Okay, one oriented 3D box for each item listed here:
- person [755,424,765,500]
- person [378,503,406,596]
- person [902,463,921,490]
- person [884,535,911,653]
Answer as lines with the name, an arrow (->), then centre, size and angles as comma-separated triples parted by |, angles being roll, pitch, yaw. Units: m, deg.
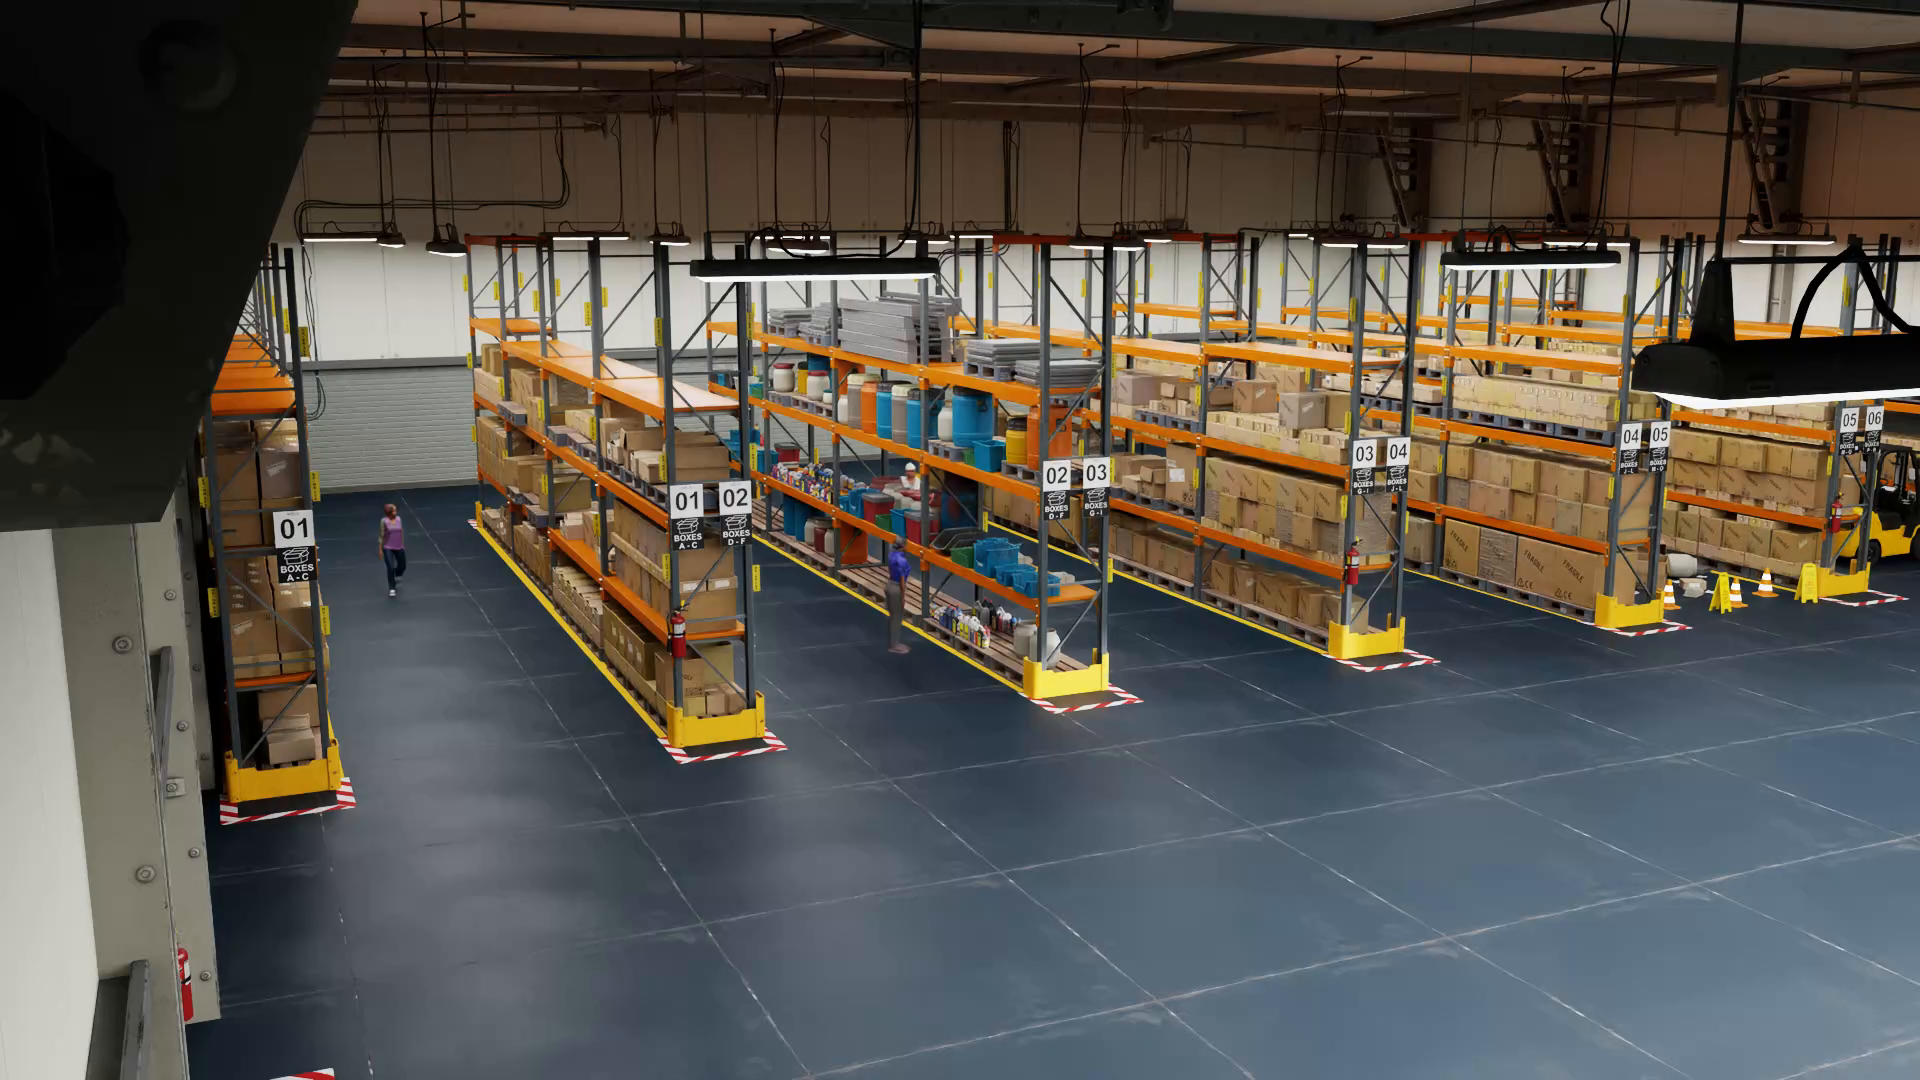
person -> -4.565, -1.793, 37.865 | 0.713, 1.718, 0.549 | 7, 13, 32
person -> -9.685, 0.133, 28.272 | 0.456, 1.568, 0.637 | -6, 13, -30
person -> -0.924, -0.594, 31.514 | 0.606, 1.742, 0.975 | -5, 12, -26
person -> -0.868, 0.757, 23.302 | 0.344, 1.673, 0.462 | -4, 12, -20
